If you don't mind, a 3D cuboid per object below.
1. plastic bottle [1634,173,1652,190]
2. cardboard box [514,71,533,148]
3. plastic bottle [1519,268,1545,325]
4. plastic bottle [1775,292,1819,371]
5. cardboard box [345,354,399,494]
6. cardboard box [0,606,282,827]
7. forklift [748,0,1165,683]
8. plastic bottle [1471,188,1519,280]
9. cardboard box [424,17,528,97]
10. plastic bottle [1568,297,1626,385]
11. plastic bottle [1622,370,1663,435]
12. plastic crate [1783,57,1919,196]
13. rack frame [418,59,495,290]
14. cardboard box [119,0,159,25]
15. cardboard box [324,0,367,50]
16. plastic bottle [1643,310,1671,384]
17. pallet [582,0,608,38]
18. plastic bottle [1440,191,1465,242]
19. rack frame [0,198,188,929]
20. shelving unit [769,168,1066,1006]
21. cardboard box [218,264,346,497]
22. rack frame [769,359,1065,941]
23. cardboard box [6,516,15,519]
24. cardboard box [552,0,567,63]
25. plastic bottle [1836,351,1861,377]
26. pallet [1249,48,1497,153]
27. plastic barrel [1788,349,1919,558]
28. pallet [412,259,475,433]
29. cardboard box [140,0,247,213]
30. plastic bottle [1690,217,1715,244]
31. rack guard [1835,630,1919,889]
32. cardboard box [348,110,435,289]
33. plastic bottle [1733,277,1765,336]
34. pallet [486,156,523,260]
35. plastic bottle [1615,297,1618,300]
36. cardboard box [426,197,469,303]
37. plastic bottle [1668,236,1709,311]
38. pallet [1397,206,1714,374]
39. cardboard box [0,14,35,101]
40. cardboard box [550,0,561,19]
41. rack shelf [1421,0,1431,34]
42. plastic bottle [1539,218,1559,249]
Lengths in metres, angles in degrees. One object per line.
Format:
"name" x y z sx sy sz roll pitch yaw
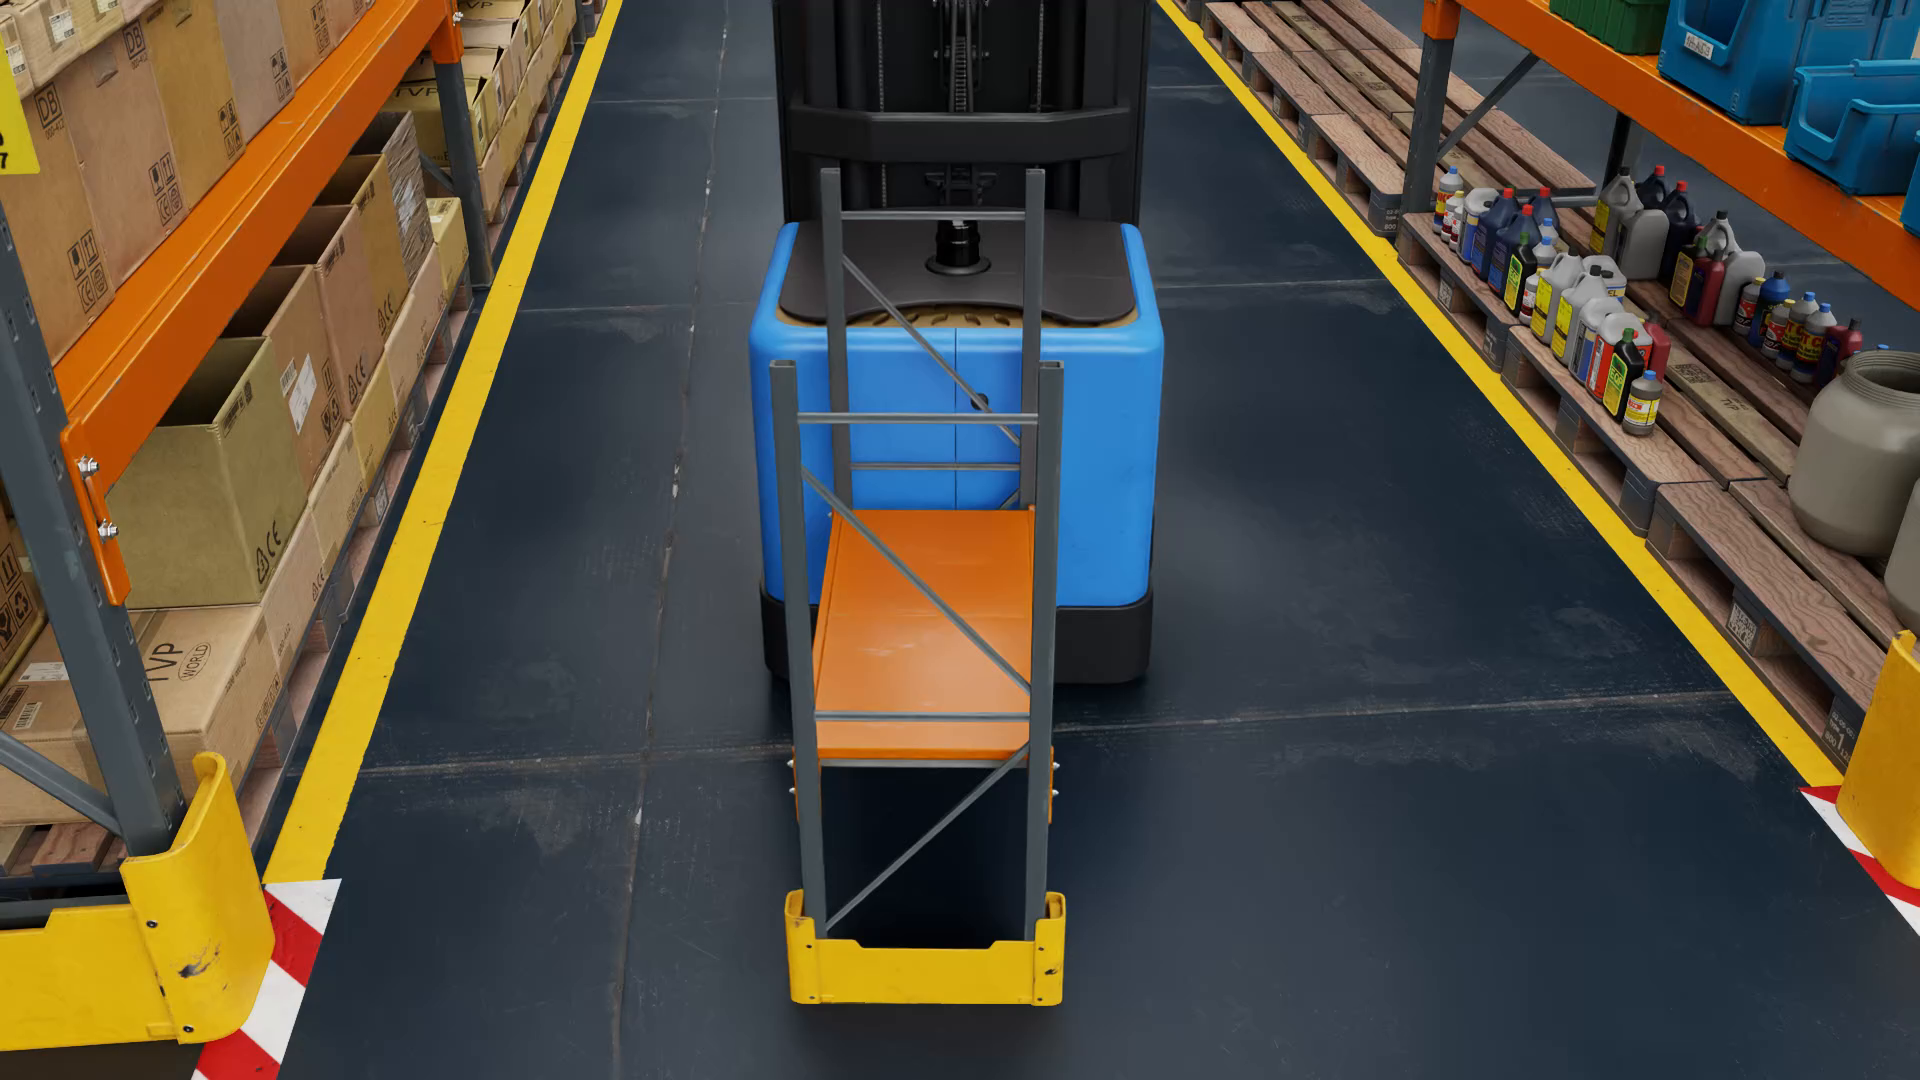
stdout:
"plastic bottle" 2.819 -1.381 6.857 0.061 0.283 0.133 -1 31 -2
"cardboard box" -2.375 -2.096 8.106 0.500 0.250 0.500 -4 31 -6
"plastic bottle" 2.129 -0.902 6.135 0.097 0.201 0.097 0 31 0
"plastic bottle" 2.919 -0.730 5.779 0.097 0.271 0.097 0 31 0
"cardboard box" -2.079 -0.361 5.201 0.500 0.250 0.500 -3 31 -5
"cardboard box" -1.941 0.405 3.919 0.500 0.250 0.500 -3 31 -5
"forklift" 0.008 -1.590 5.054 1.130 2.935 3.031 0 31 1
"plastic bottle" 2.108 -1.208 6.502 0.144 0.351 0.185 -2 31 -3
"cardboard box" -2.368 -2.337 7.962 0.500 0.311 0.500 -4 31 -6
"plastic bottle" 2.203 -0.683 5.696 0.152 0.276 0.135 -4 31 -6
"plastic bottle" 2.212 -0.450 5.379 0.097 0.201 0.097 0 31 0
"plastic crate" 2.420 -1.055 4.237 0.499 0.251 0.408 -3 31 -5
"rack frame" -2.486 -2.353 6.264 1.000 3.000 0.127 -3 31 -5
"cardboard box" -2.005 -1.234 3.661 0.380 0.149 0.250 -3 31 -5
"cardboard box" -2.382 -1.901 5.410 0.700 0.500 0.500 -3 31 -5
"plastic bottle" 2.321 -0.621 5.584 0.061 0.283 0.133 -3 31 -5
"pallet" -2.892 -3.581 11.040 1.003 0.211 1.213 -3 31 -5
"plastic bottle" 2.049 -1.340 6.869 0.097 0.201 0.097 0 31 0
"rack frame" -2.112 -0.311 2.845 1.000 3.000 0.127 -3 31 -5
"shelving unit" -0.067 0.079 3.656 0.587 1.500 1.083 0 31 1
"cardboard box" -2.049 -0.427 4.580 0.500 0.500 0.500 -3 31 -5
"rack frame" -0.073 0.344 3.211 0.500 1.500 0.032 0 31 1
"cardboard box" -2.564 -0.080 4.731 0.500 0.250 0.500 -3 31 -5
"cardboard box" -2.516 -2.875 9.410 0.500 0.250 0.500 -3 31 -5
"plastic bottle" 2.951 -0.527 5.507 0.097 0.201 0.097 0 31 0
"pallet" 2.217 -2.415 9.087 1.003 0.211 1.213 -3 31 -5
"plastic barrel" 2.635 -0.247 4.755 0.421 0.512 0.421 0 31 0
"pallet" -2.453 -0.748 6.296 1.003 0.211 1.213 -3 31 -5
"cardboard box" -2.238 -1.114 4.093 0.700 0.500 0.500 -3 31 -4
"plastic bottle" 2.868 -1.117 6.415 0.061 0.283 0.133 -1 31 -1
"rack guard" 2.766 0.490 3.942 1.175 0.500 0.348 -3 31 -5
"cardboard box" -2.190 -1.193 5.862 0.500 0.500 0.500 -3 31 -5
"plastic bottle" 2.891 -0.856 6.058 0.097 0.201 0.097 0 31 0
"pallet" -2.594 -1.530 7.606 1.003 0.211 1.213 -3 31 -5
"plastic bottle" 2.299 -0.764 5.903 0.097 0.201 0.097 0 31 0
"cardboard box" -2.225 -1.127 6.483 0.500 0.250 0.500 -3 31 -5
"plastic bottle" 2.742 -1.015 6.245 0.061 0.283 0.133 -3 31 -5
"pallet" 2.467 -1.046 6.796 1.003 0.211 1.213 -3 31 -5
"cardboard box" -1.934 -0.843 3.006 0.380 0.149 0.250 -3 31 -5
"cardboard box" -2.510 -3.115 9.265 0.500 0.311 0.500 -3 31 -5
"rack shelf" 2.259 -3.301 8.552 1.077 0.370 4.000 -3 31 -5
"plastic bottle" 2.242 -1.106 6.408 0.097 0.271 0.097 0 31 0
